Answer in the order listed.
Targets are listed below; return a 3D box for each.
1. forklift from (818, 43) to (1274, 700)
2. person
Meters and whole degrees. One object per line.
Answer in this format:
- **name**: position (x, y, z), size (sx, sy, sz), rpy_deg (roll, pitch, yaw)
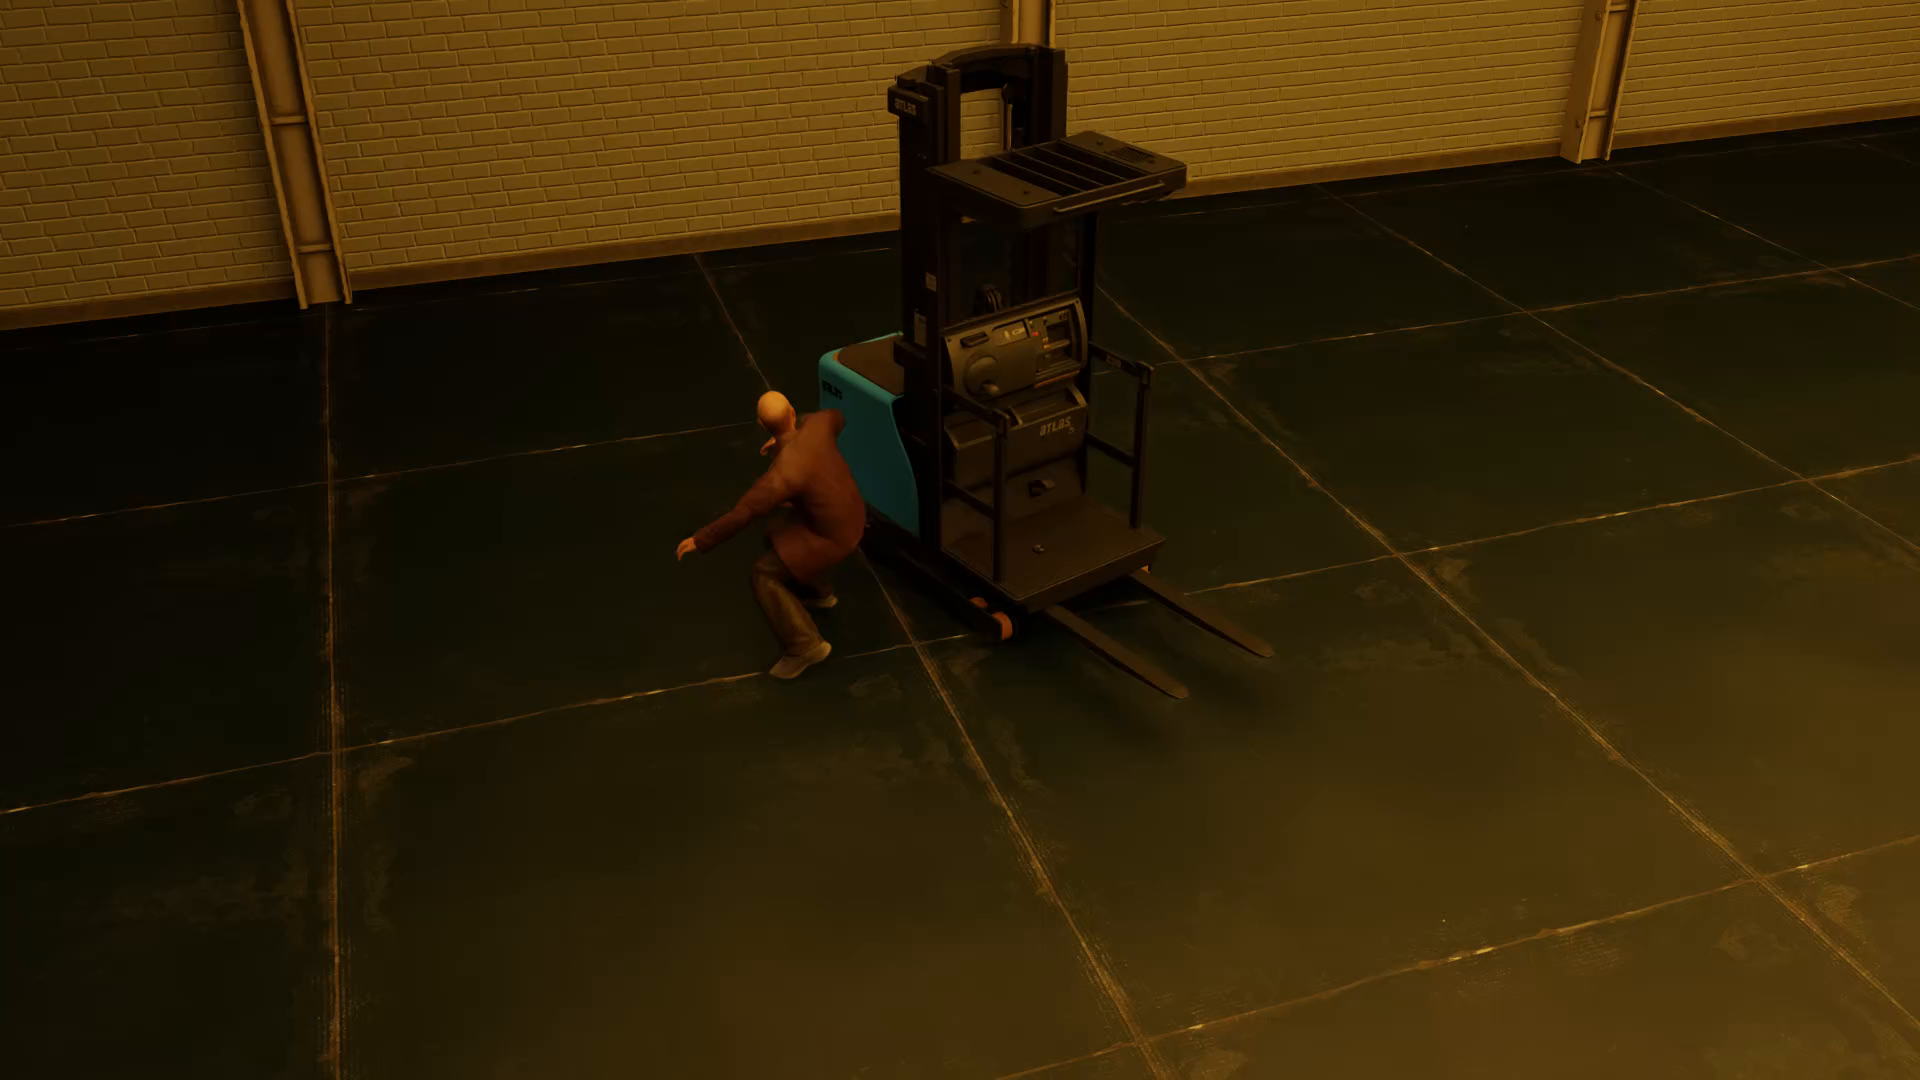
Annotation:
- **forklift**: position (0.439, -0.993, 8.812), size (1.130, 2.935, 3.031), rpy_deg (-21, 36, -32)
- **person**: position (-0.951, -0.109, 8.734), size (0.913, 1.535, 0.847), rpy_deg (6, 30, 10)
